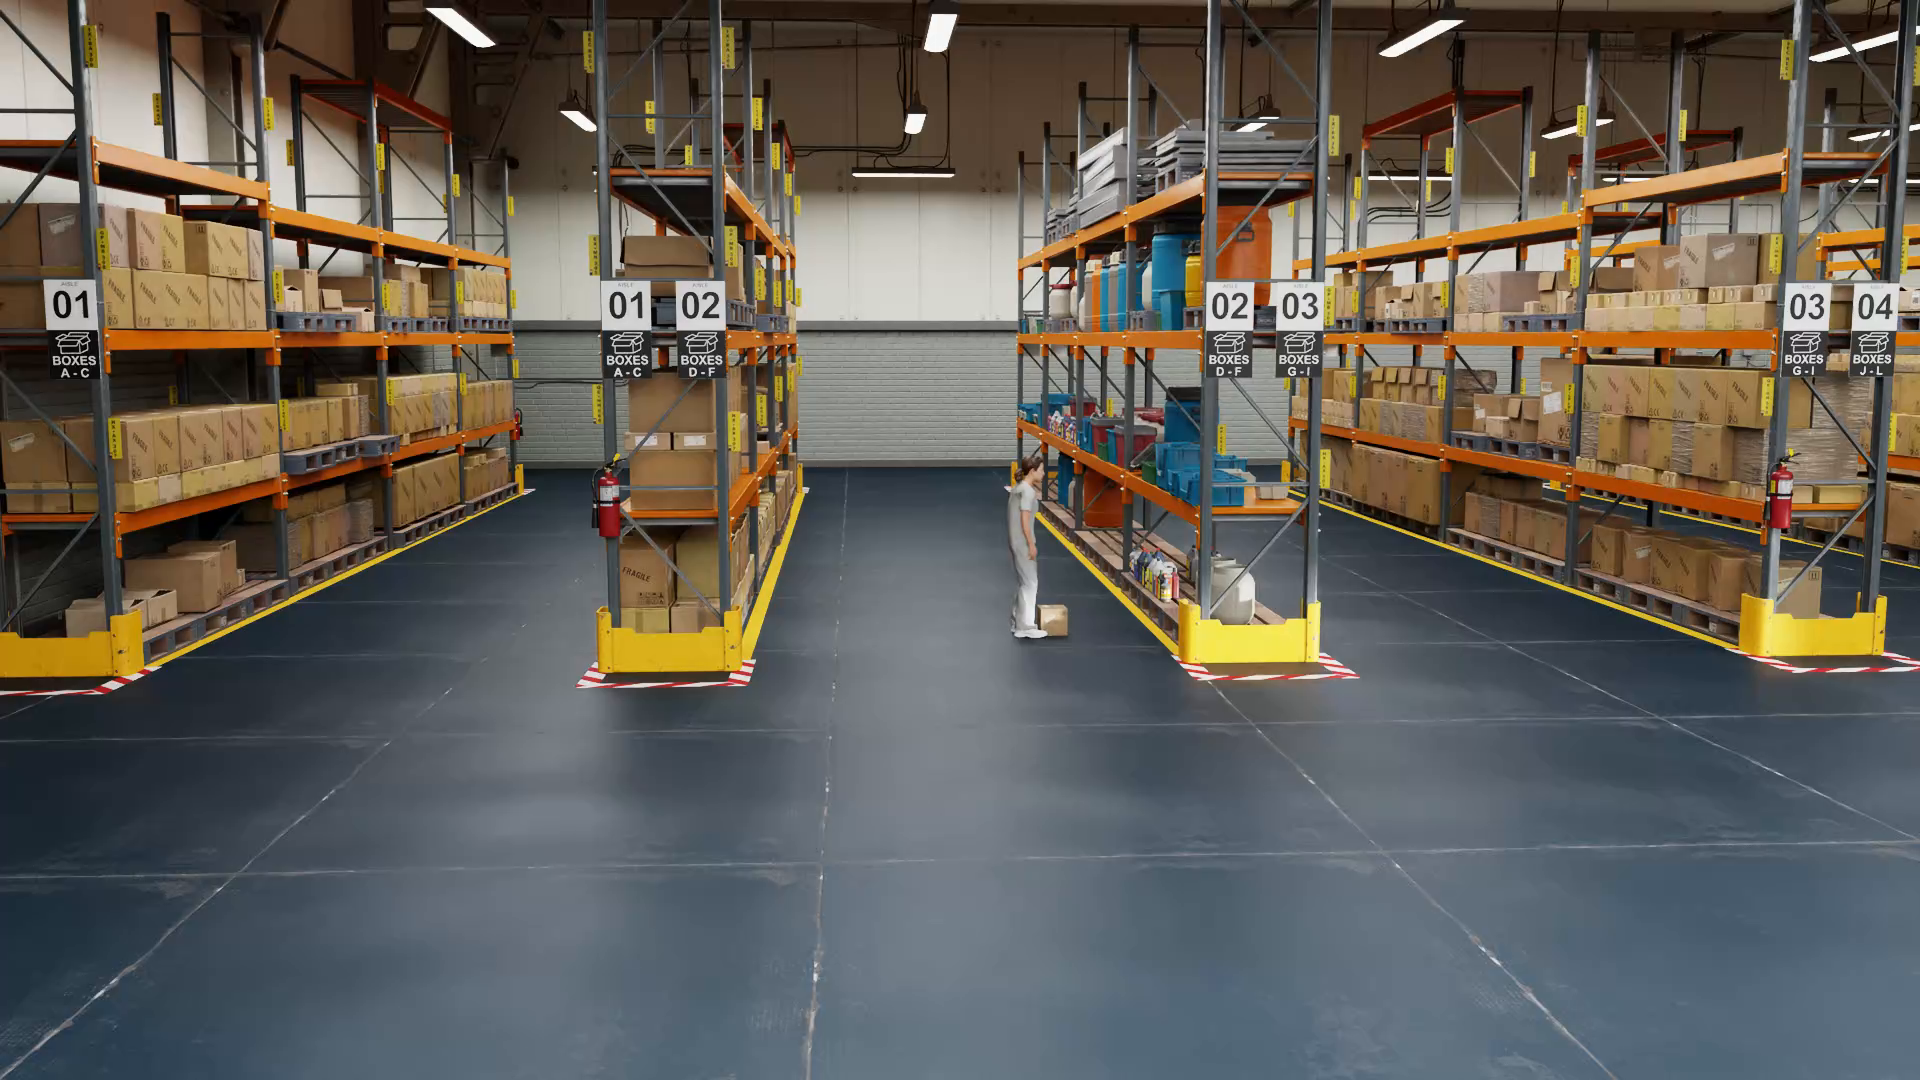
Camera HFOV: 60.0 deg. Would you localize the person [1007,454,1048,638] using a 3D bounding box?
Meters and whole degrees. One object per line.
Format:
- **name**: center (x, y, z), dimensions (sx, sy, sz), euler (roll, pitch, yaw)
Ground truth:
- **person**: center (0.614, 0.045, 15.384), dimensions (0.353, 1.673, 0.492), euler (-1, 7, -4)
